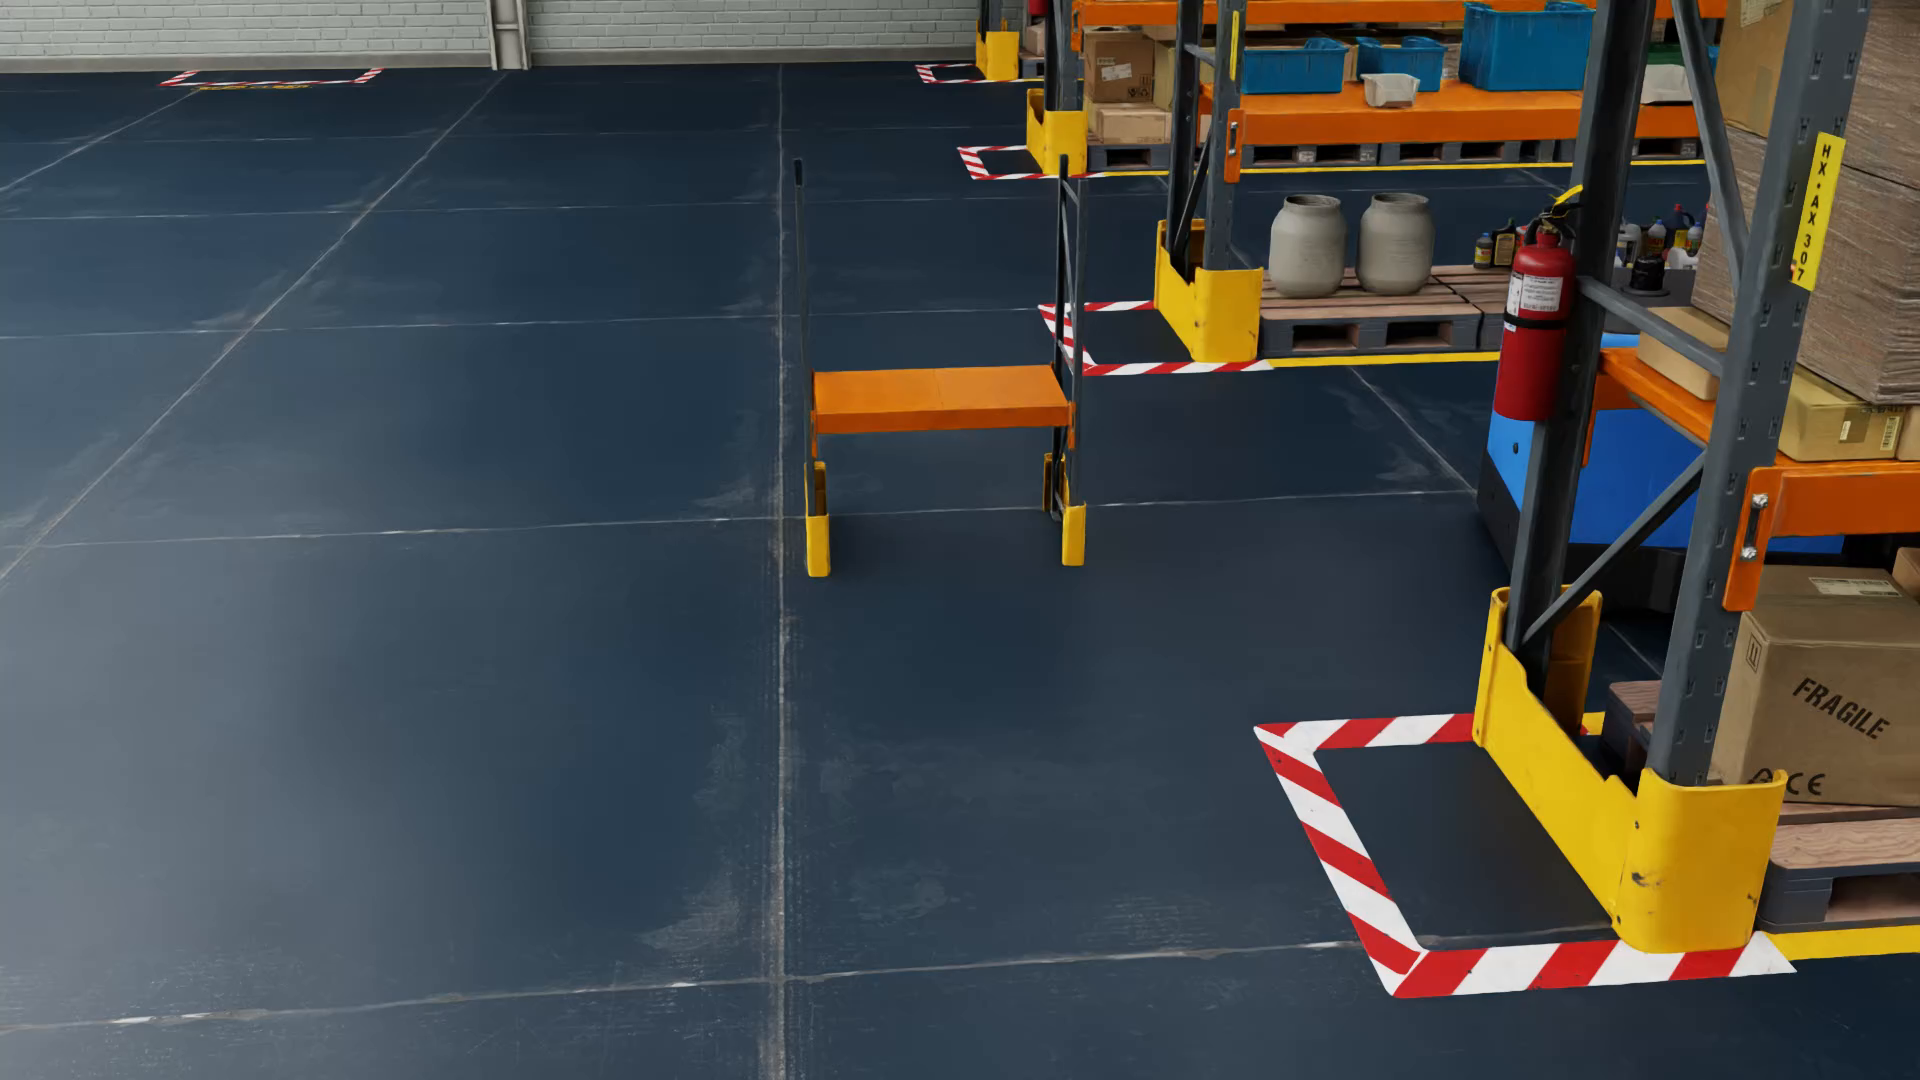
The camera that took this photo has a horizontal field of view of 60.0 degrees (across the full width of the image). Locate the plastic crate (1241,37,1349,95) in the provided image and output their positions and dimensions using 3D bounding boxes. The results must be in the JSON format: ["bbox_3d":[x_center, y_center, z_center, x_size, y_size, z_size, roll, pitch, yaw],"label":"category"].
[{"bbox_3d":[1.771,-2.606,9.104,0.616,0.251,0.499,-2,24,-5],"label":"plastic crate"}]

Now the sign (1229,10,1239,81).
[{"bbox_3d":[1.352,-2.437,8.199,0.005,0.325,0.100,-2,24,-5],"label":"sign"}]

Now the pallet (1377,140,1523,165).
[{"bbox_3d":[4.004,-3.406,14.153,1.213,0.211,1.003,-2,24,-5],"label":"pallet"}]

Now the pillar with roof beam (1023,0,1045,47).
[{"bbox_3d":[1.364,-7.917,13.482,0.400,9.000,9.100,-2,24,-5],"label":"pillar with roof beam"}]

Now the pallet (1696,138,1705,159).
[{"bbox_3d":[6.746,-3.516,14.401,1.213,0.211,1.003,-2,24,-5],"label":"pallet"}]

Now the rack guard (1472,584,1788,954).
[{"bbox_3d":[1.865,0.608,4.767,0.348,0.500,1.175,-2,24,-5],"label":"rack guard"}]

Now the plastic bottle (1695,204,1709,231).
[{"bbox_3d":[4.439,-1.819,9.869,0.185,0.351,0.144,-2,24,-4],"label":"plastic bottle"}]

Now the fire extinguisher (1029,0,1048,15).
[{"bbox_3d":[0.656,-4.683,13.689,0.183,0.674,0.296,-2,24,-5],"label":"fire extinguisher"}]

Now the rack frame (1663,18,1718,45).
[{"bbox_3d":[8.290,-6.857,18.484,0.127,3.000,1.000,-2,24,-5],"label":"rack frame"}]

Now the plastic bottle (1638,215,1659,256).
[{"bbox_3d":[4.083,-1.791,9.889,0.133,0.283,0.061,-1,24,-3],"label":"plastic bottle"}]

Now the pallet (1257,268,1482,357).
[{"bbox_3d":[2.183,-1.311,9.440,1.213,0.211,1.003,-2,24,-5],"label":"pallet"}]

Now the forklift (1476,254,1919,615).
[{"bbox_3d":[3.613,-1.193,5.827,3.031,2.935,1.130,2,24,5],"label":"forklift"}]

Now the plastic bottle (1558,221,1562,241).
[{"bbox_3d":[3.479,-1.745,9.794,0.135,0.276,0.152,-3,24,-7],"label":"plastic bottle"}]

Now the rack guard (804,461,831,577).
[{"bbox_3d":[-0.571,-0.091,6.648,0.087,0.250,0.587,-2,24,-5],"label":"rack guard"}]

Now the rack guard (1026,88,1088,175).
[{"bbox_3d":[0.795,-3.392,13.767,0.348,0.500,1.175,-2,24,-5],"label":"rack guard"}]

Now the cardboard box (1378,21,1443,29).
[{"bbox_3d":[5.040,-5.792,18.624,0.500,0.500,0.700,-1,24,-3],"label":"cardboard box"}]

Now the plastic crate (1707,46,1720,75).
[{"bbox_3d":[4.208,-2.471,8.799,0.616,0.251,0.499,-2,24,-5],"label":"plastic crate"}]

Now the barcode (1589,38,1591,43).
[{"bbox_3d":[5.095,-4.035,13.488,0.075,0.075,0.001,-2,24,-5],"label":"barcode"}]

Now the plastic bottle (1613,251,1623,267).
[{"bbox_3d":[3.578,-1.452,9.140,0.097,0.271,0.097,0,24,0],"label":"plastic bottle"}]

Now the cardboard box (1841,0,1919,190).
[{"bbox_3d":[2.363,-1.082,3.770,0.500,0.500,0.500,-2,24,-5],"label":"cardboard box"}]

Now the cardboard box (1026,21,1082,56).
[{"bbox_3d":[1.026,-5.501,18.203,0.500,0.311,0.500,-5,24,-11],"label":"cardboard box"}]

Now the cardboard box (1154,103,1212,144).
[{"bbox_3d":[1.872,-3.424,13.628,0.500,0.250,0.500,-2,24,-5],"label":"cardboard box"}]

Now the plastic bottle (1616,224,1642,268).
[{"bbox_3d":[3.868,-1.701,9.697,0.135,0.276,0.152,-2,24,-5],"label":"plastic bottle"}]

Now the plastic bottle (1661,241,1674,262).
[{"bbox_3d":[3.985,-1.528,9.297,0.133,0.283,0.061,-2,24,-5],"label":"plastic bottle"}]

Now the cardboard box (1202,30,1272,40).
[{"bbox_3d":[2.318,-4.001,14.004,0.500,0.500,0.500,-2,24,-5],"label":"cardboard box"}]

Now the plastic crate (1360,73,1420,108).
[{"bbox_3d":[2.225,-2.318,8.598,0.250,0.136,0.298,-2,24,-5],"label":"plastic crate"}]

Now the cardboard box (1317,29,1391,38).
[{"bbox_3d":[3.313,-4.041,14.094,0.500,0.500,0.500,-2,24,-5],"label":"cardboard box"}]

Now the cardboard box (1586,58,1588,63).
[{"bbox_3d":[5.175,-4.019,14.277,0.500,0.311,0.500,-2,24,-5],"label":"cardboard box"}]

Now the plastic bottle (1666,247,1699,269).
[{"bbox_3d":[3.996,-1.482,9.202,0.135,0.276,0.152,-2,24,-4],"label":"plastic bottle"}]

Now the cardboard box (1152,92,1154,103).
[{"bbox_3d":[1.820,-3.637,14.107,0.500,0.250,0.500,-2,24,-5],"label":"cardboard box"}]

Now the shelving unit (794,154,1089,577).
[{"bbox_3d":[-0.076,-0.682,6.439,1.083,1.500,0.587,-2,24,-5],"label":"shelving unit"}]

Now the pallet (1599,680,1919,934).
[{"bbox_3d":[2.677,0.722,4.866,1.213,0.211,1.003,-2,24,-5],"label":"pallet"}]

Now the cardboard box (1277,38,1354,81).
[{"bbox_3d":[2.868,-3.804,13.560,0.500,0.500,0.500,-2,24,-5],"label":"cardboard box"}]

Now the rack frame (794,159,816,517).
[{"bbox_3d":[-0.591,-0.662,6.392,0.032,1.500,0.500,-2,24,-5],"label":"rack frame"}]

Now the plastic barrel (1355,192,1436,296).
[{"bbox_3d":[2.449,-1.665,9.350,0.421,0.512,0.421,0,24,0],"label":"plastic barrel"}]

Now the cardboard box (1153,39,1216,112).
[{"bbox_3d":[1.872,-3.766,13.474,0.500,0.500,0.500,-2,24,-5],"label":"cardboard box"}]

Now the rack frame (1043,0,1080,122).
[{"bbox_3d":[0.819,-4.535,13.261,0.127,3.000,1.000,-2,24,-5],"label":"rack frame"}]

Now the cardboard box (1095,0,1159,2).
[{"bbox_3d":[1.285,-4.595,13.271,0.500,0.500,0.700,-2,24,-5],"label":"cardboard box"}]

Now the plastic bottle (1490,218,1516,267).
[{"bbox_3d":[3.202,-1.756,9.809,0.133,0.283,0.061,-2,24,-4],"label":"plastic bottle"}]

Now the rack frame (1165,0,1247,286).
[{"bbox_3d":[1.303,-2.533,8.756,0.127,3.000,1.000,-2,24,-5],"label":"rack frame"}]

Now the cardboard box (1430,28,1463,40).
[{"bbox_3d":[4.308,-4.081,14.184,0.500,0.500,0.500,-2,24,-5],"label":"cardboard box"}]

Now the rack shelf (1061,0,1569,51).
[{"bbox_3d":[2.810,-4.287,13.587,4.000,0.370,1.077,-2,24,-5],"label":"rack shelf"}]

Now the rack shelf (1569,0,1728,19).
[{"bbox_3d":[6.790,-4.446,13.946,4.000,0.370,1.077,-2,24,-5],"label":"rack shelf"}]

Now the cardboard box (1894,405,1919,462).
[{"bbox_3d":[2.347,-0.334,4.117,0.250,0.149,0.380,-2,24,-5],"label":"cardboard box"}]

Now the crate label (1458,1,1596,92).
[{"bbox_3d":[3.108,-2.732,9.160,0.616,0.435,0.502,-2,24,-5],"label":"crate label"}]

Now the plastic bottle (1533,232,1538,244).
[{"bbox_3d":[3.352,-1.699,9.683,0.133,0.283,0.061,-2,24,-5],"label":"plastic bottle"}]

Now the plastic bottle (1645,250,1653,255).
[{"bbox_3d":[3.780,-1.460,9.158,0.097,0.271,0.097,0,24,0],"label":"plastic bottle"}]

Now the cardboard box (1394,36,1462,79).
[{"bbox_3d":[3.861,-3.851,13.666,0.500,0.500,0.500,-2,24,-5],"label":"cardboard box"}]

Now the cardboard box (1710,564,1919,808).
[{"bbox_3d":[2.412,0.401,4.715,0.500,0.500,0.500,2,24,5],"label":"cardboard box"}]

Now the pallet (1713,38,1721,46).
[{"bbox_3d":[9.082,-5.584,19.053,1.213,0.211,1.003,-2,24,-5],"label":"pallet"}]

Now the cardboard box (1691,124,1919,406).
[{"bbox_3d":[2.339,-0.724,4.196,0.500,0.500,0.875,-2,24,-5],"label":"cardboard box"}]

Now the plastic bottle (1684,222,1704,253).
[{"bbox_3d":[4.307,-1.728,9.762,0.097,0.271,0.097,0,24,0],"label":"plastic bottle"}]

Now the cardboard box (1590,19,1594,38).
[{"bbox_3d":[7.055,-5.892,18.850,0.500,0.500,0.700,-2,24,-5],"label":"cardboard box"}]

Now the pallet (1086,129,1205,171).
[{"bbox_3d":[1.576,-3.309,13.934,1.213,0.211,1.003,-2,24,-5],"label":"pallet"}]

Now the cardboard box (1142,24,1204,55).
[{"bbox_3d":[2.328,-5.619,18.236,0.500,0.500,0.700,-4,24,-8],"label":"cardboard box"}]
